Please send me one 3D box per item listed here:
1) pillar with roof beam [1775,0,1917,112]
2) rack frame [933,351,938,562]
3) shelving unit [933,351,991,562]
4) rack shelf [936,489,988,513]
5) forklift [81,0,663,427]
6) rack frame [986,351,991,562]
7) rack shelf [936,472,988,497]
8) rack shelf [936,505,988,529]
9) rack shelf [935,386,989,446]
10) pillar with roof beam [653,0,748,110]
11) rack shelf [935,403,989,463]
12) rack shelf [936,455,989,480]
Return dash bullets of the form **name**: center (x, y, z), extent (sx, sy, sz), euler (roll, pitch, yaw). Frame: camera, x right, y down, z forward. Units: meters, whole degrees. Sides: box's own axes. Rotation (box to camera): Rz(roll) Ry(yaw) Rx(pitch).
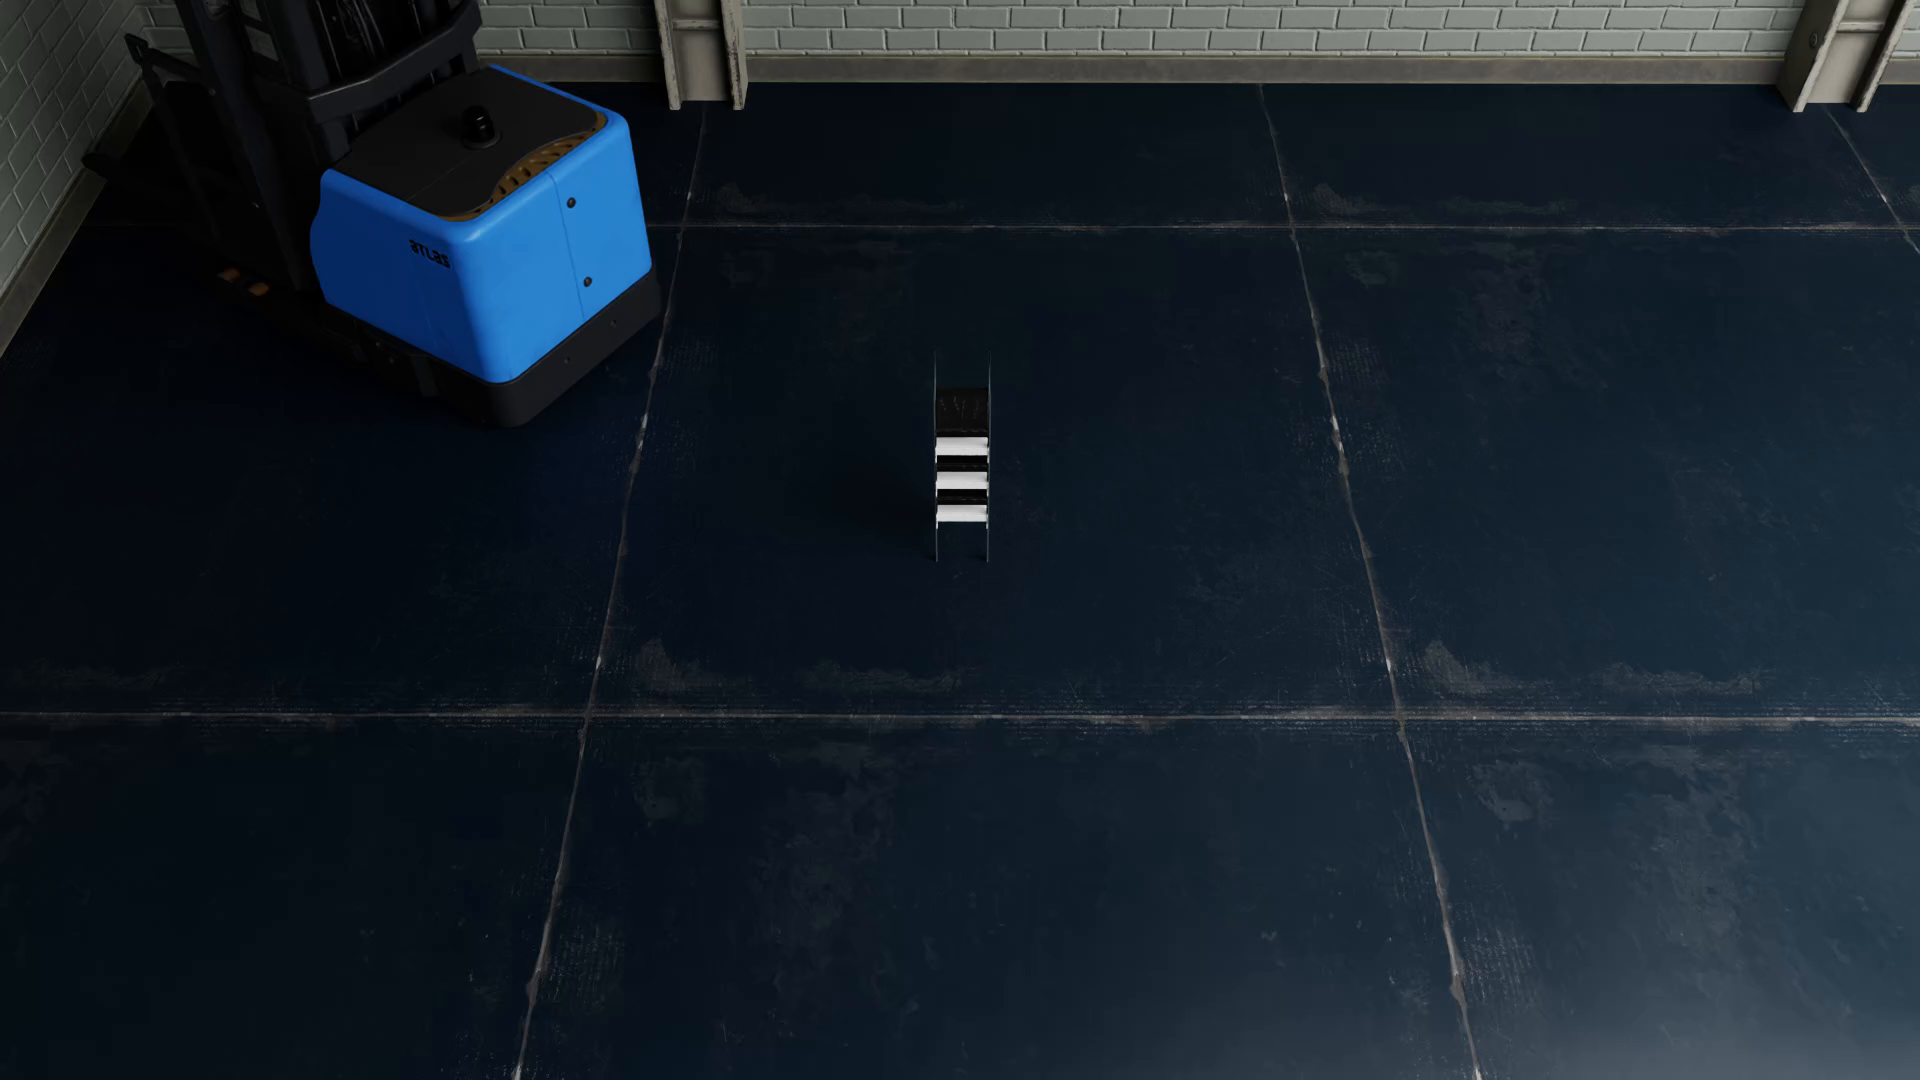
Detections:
- **pillar with roof beam**: center (4.626, -2.313, 2.755), extent (0.400, 9.000, 9.100), euler (0, 47, 0)
- **rack frame**: center (-0.094, -0.307, 6.421), extent (0.006, 0.900, 0.240), euler (0, 47, 0)
- **shelving unit**: center (0.008, -0.307, 6.421), extent (0.210, 0.900, 0.258), euler (0, 47, 0)
- **rack shelf**: center (0.008, -0.223, 6.511), extent (0.200, 0.077, 0.258), euler (0, 47, 0)
- **forklift**: center (-2.883, -2.325, 6.912), extent (3.031, 2.935, 1.130), euler (25, 52, 22)
- **rack frame**: center (0.110, -0.306, 6.420), extent (0.006, 0.900, 0.240), euler (0, 47, 0)
- **rack shelf**: center (0.008, -0.284, 6.445), extent (0.200, 0.077, 0.258), euler (0, 47, 0)
- **rack shelf**: center (0.008, -0.161, 6.577), extent (0.200, 0.077, 0.258), euler (0, 47, 0)
- **rack shelf**: center (0.008, -0.468, 6.247), extent (0.200, 0.077, 0.258), euler (0, 47, 0)
- **pillar with roof beam**: center (-1.374, -2.329, 2.770), extent (0.400, 9.000, 9.100), euler (0, 47, 0)
- **rack shelf**: center (0.008, -0.406, 6.313), extent (0.200, 0.077, 0.258), euler (0, 47, 0)
- **rack shelf**: center (0.008, -0.345, 6.379), extent (0.200, 0.077, 0.258), euler (0, 47, 0)
